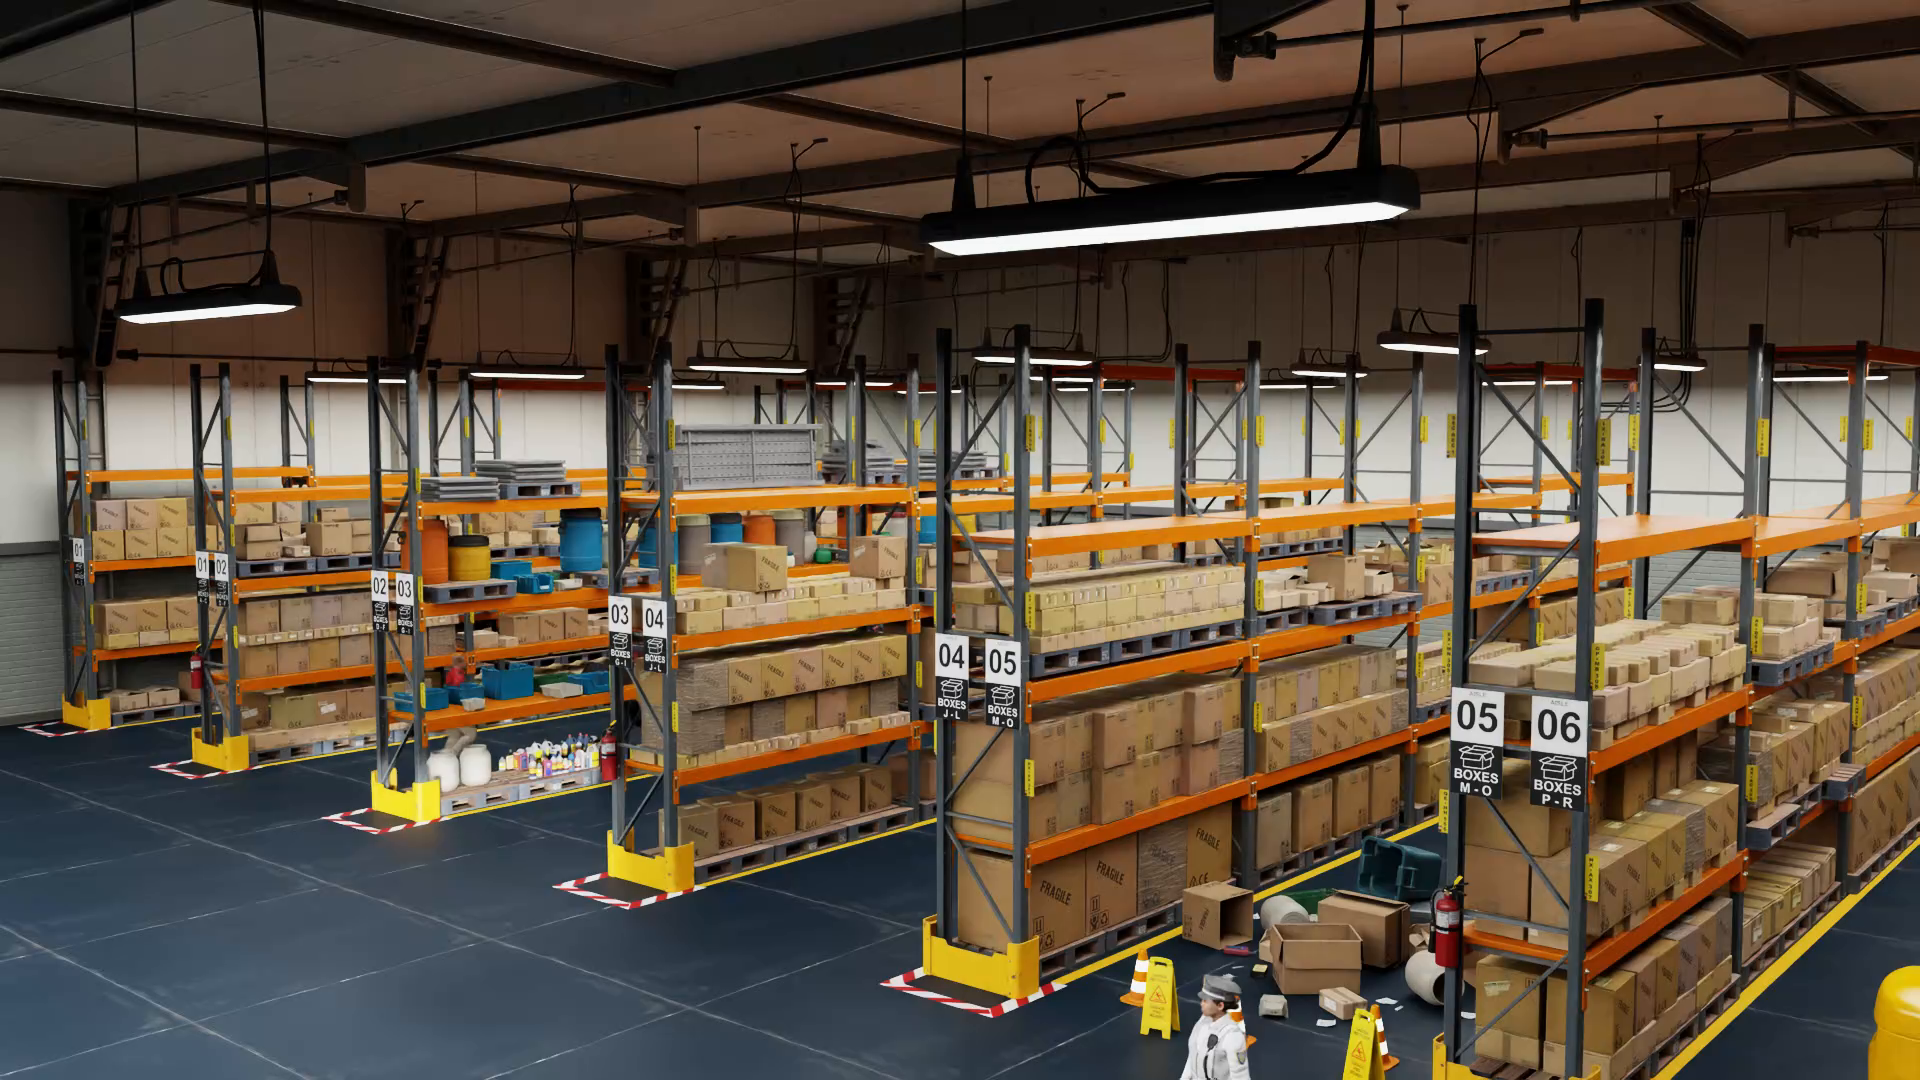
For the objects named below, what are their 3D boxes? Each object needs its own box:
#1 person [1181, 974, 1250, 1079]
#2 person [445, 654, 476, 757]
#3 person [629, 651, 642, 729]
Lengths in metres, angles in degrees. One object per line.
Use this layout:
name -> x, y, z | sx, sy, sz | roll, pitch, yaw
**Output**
person -> 1.543, 3.572, 10.555 | 0.954, 1.625, 0.536 | -1, 4, -16
person -> -7.404, 2.539, 24.414 | 0.455, 1.716, 0.595 | -4, 6, -41
person -> -5.156, 2.506, 26.223 | 0.775, 1.544, 0.461 | -1, 4, -11
